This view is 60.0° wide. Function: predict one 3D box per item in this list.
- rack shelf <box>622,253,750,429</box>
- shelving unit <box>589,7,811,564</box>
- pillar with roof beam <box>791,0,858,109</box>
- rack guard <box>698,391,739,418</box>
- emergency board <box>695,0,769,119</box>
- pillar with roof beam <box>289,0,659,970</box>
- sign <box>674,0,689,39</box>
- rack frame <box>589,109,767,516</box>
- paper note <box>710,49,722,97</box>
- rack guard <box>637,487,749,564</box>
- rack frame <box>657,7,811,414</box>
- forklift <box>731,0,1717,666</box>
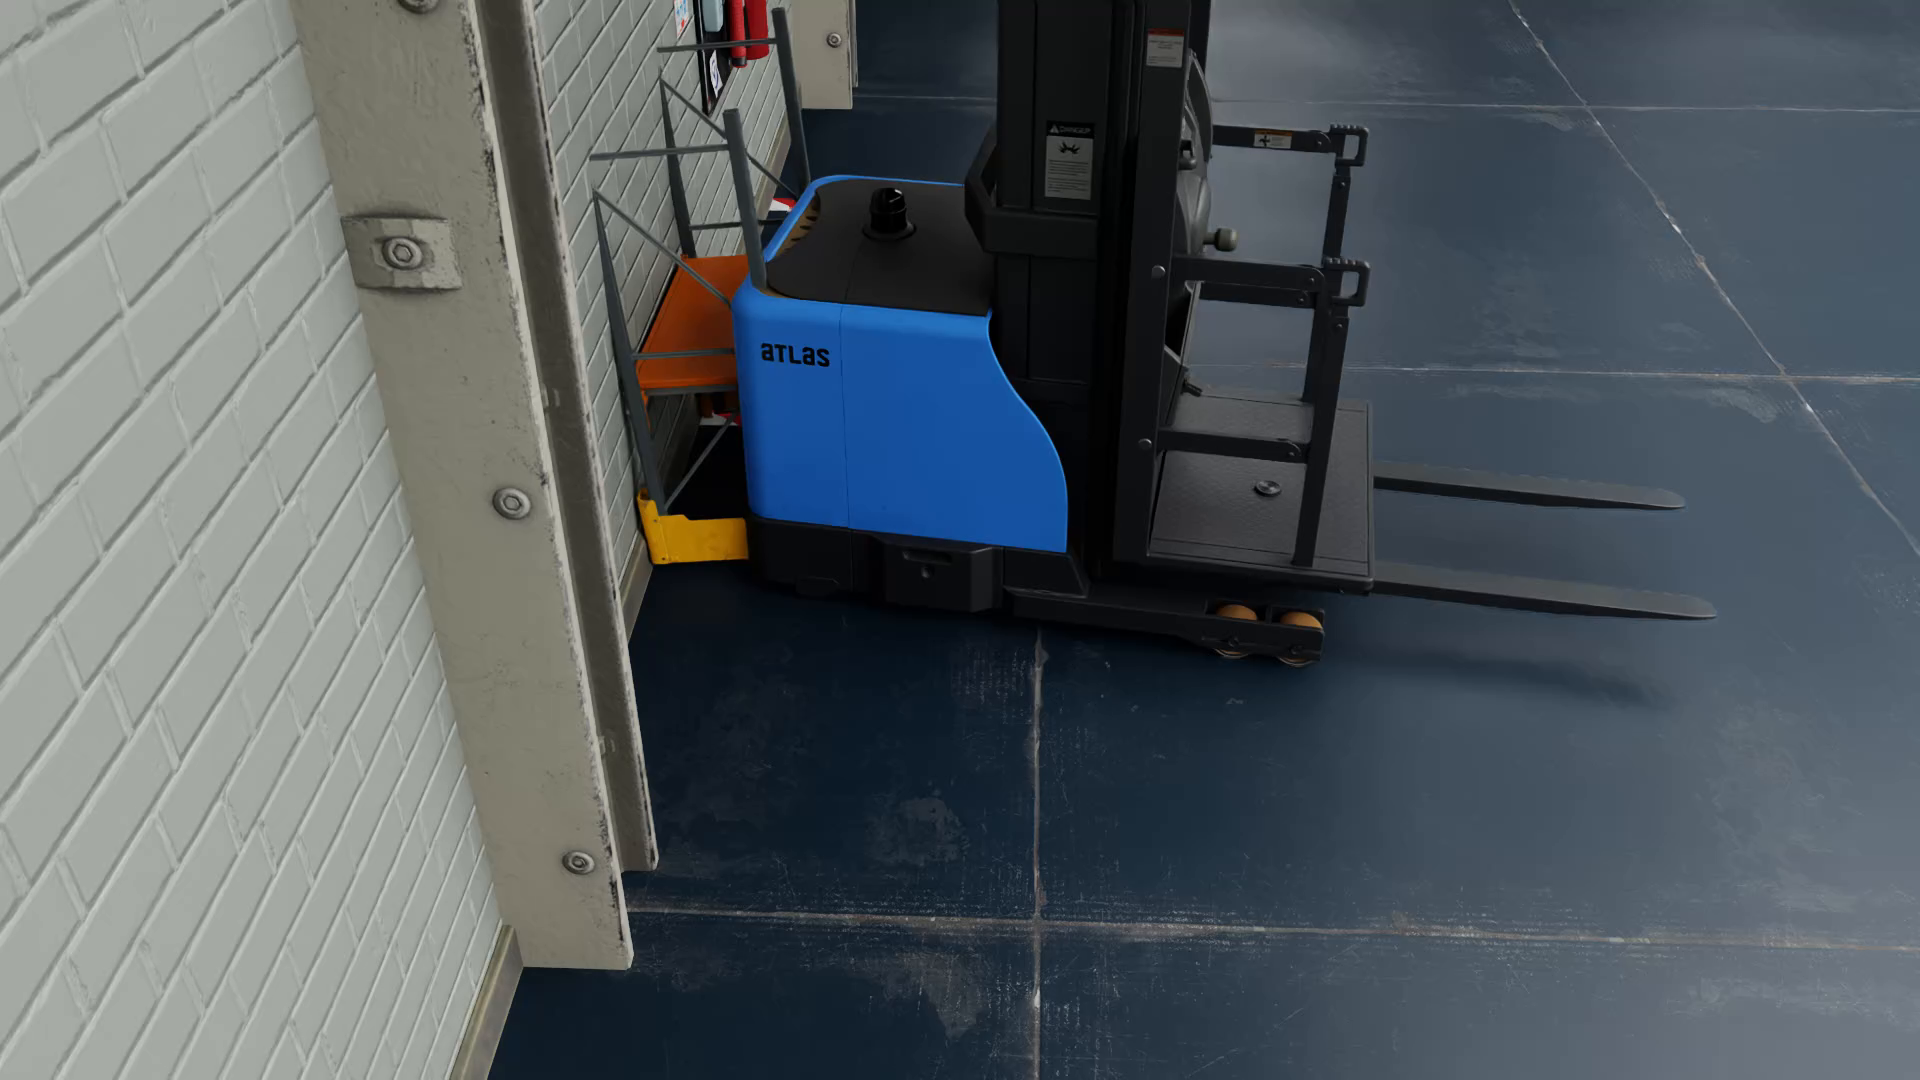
[{"bbox_3d":[-0.768,-0.701,5.637,0.538,0.185,1.000,-3,33,5],"label":"rack shelf"},{"bbox_3d":[-0.784,-0.856,5.547,0.587,1.500,1.083,-3,33,5],"label":"shelving unit"},{"bbox_3d":[3.561,-6.061,6.548,9.100,9.000,0.400,1,35,2],"label":"pillar with roof beam"},{"bbox_3d":[-0.706,-0.609,6.303,0.587,0.250,0.087,-3,33,5],"label":"rack guard"},{"bbox_3d":[-0.878,-2.287,6.395,0.194,1.169,0.643,1,35,2],"label":"emergency board"},{"bbox_3d":[3.320,-2.614,1.643,9.100,9.000,0.400,1,35,2],"label":"pillar with roof beam"},{"bbox_3d":[-1.003,-1.986,5.936,0.001,0.329,0.234,1,35,2],"label":"sign"},{"bbox_3d":[-0.805,-0.572,5.115,0.500,1.500,0.032,-3,33,5],"label":"rack frame"},{"bbox_3d":[-0.954,-1.826,6.506,0.016,0.148,0.142,1,35,2],"label":"paper note"},{"bbox_3d":[-0.747,-0.062,5.471,0.587,0.250,0.087,-3,33,5],"label":"rack guard"},{"bbox_3d":[-0.763,-1.131,5.963,0.500,1.500,0.032,-3,33,5],"label":"rack frame"},{"bbox_3d":[0.871,-1.141,4.825,3.031,2.935,1.130,6,36,9],"label":"forklift"}]
